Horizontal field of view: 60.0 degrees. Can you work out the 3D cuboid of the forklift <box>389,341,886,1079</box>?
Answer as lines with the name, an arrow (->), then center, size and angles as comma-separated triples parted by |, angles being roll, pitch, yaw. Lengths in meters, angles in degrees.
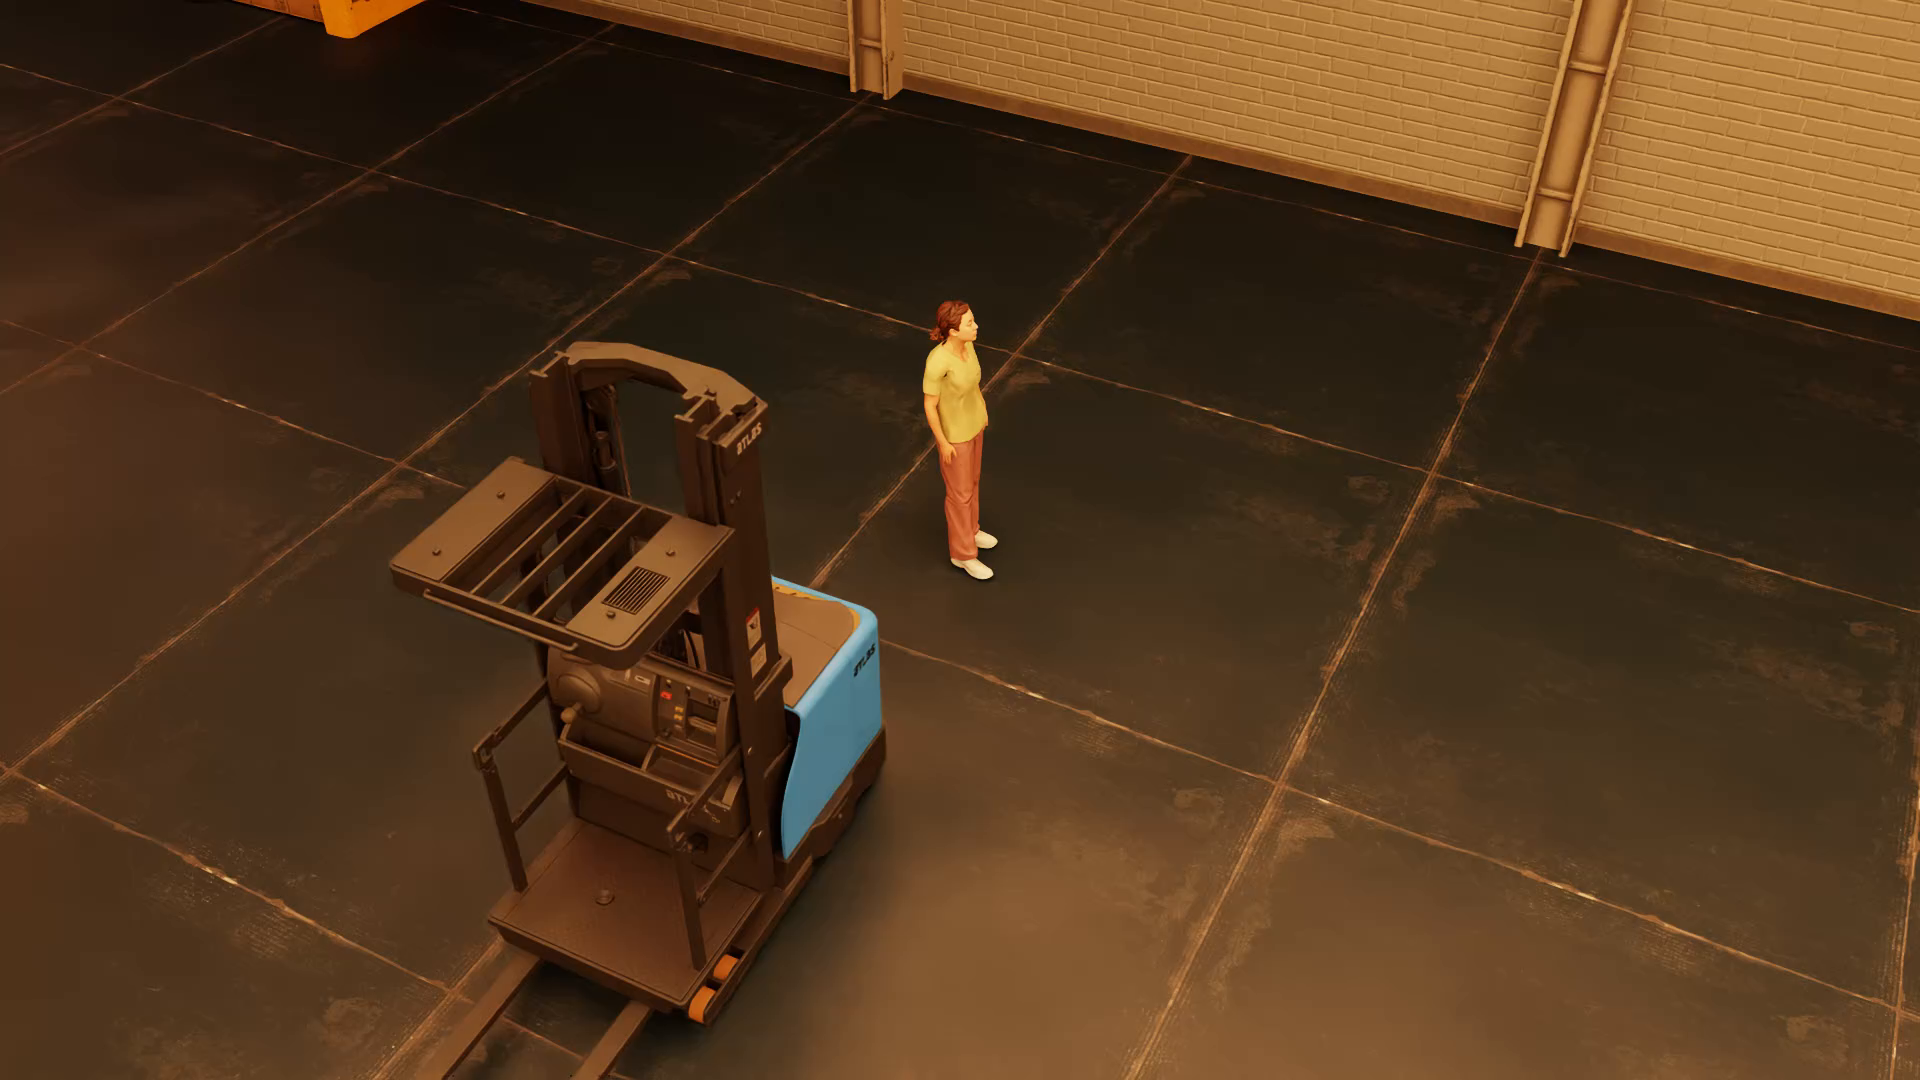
forklift -> -1.490, 0.766, 7.077 | 1.130, 2.935, 3.031 | 17, 43, 20

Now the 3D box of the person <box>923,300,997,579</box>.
person -> 0.060, -0.618, 9.683 | 0.548, 1.673, 0.553 | 18, 43, 21
